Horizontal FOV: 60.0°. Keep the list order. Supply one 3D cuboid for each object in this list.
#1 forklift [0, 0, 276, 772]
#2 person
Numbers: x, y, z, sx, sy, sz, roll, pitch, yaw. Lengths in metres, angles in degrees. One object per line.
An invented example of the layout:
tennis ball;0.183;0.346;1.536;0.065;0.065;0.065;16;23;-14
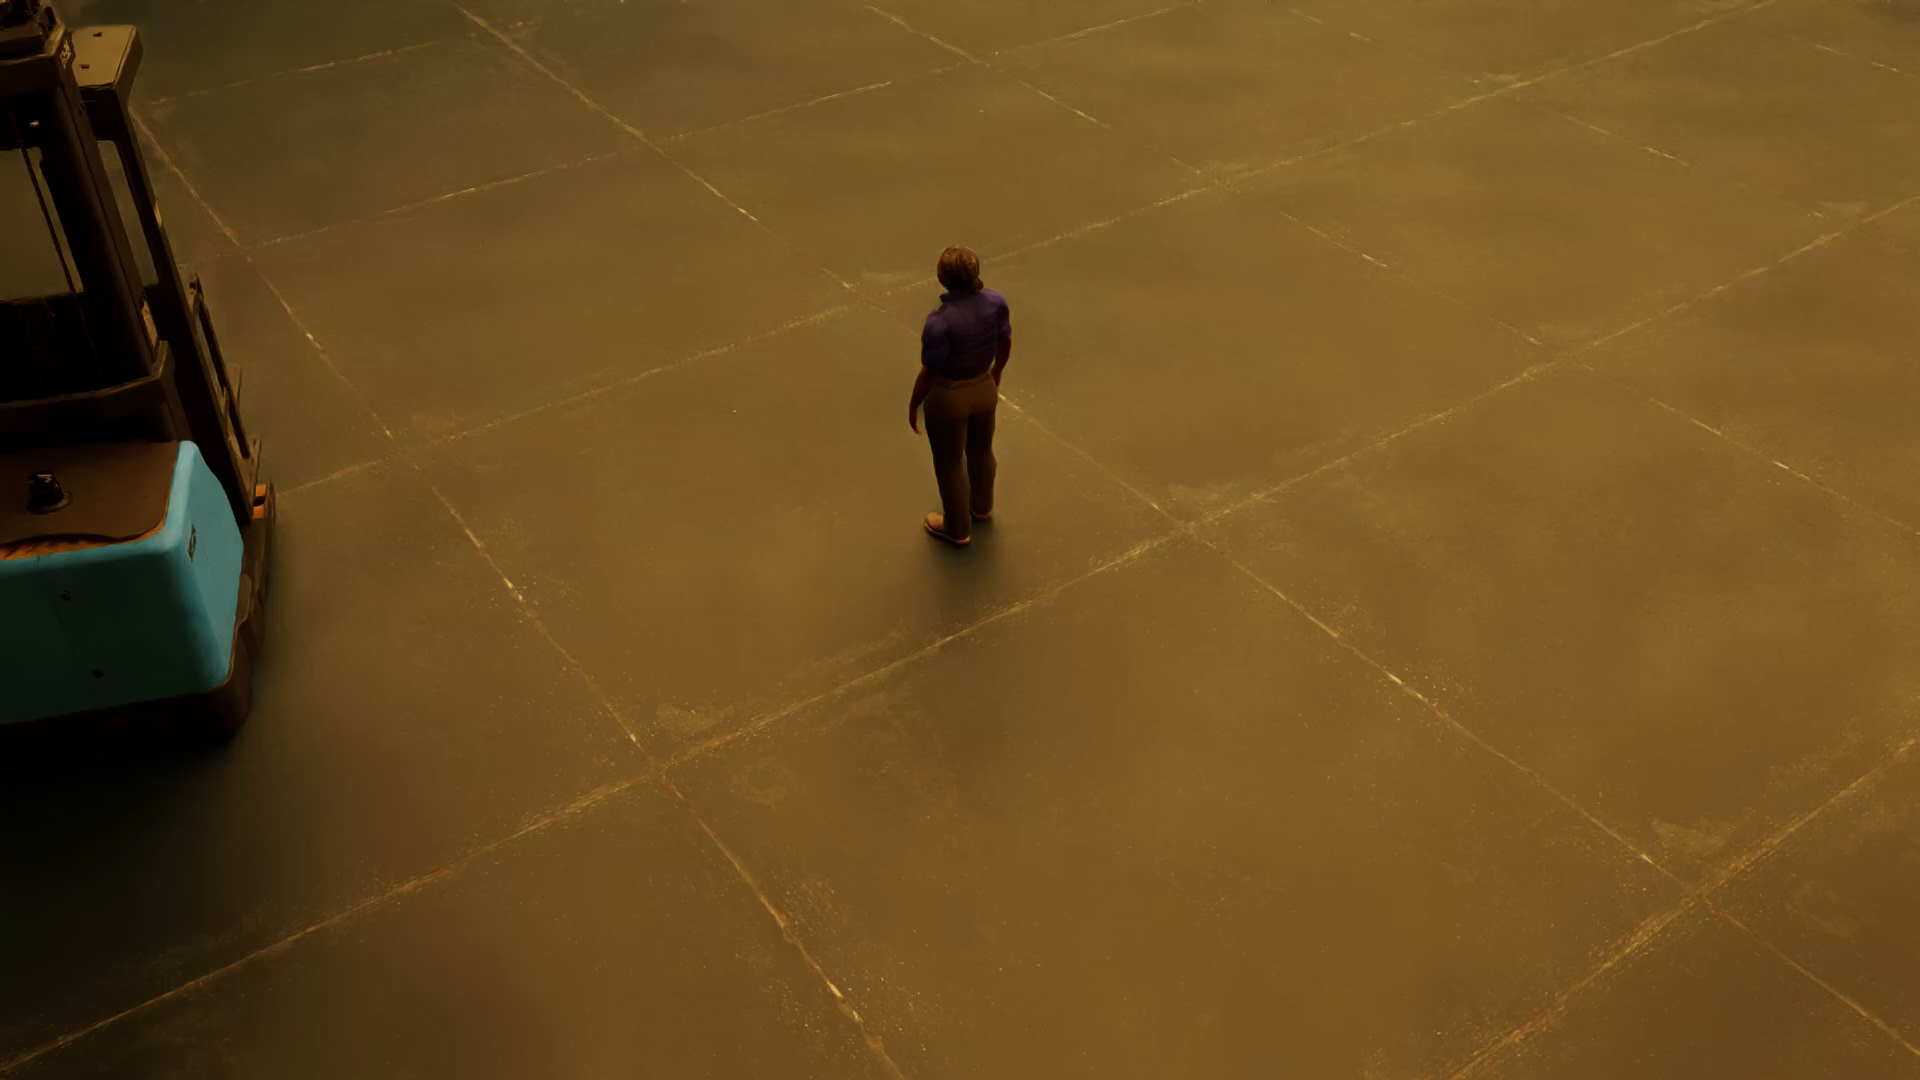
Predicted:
forklift;-3.997;-1.084;7.410;1.130;2.935;3.031;-9;37;-12
person;-0.035;-0.720;7.981;0.570;1.654;0.503;-23;42;-28
